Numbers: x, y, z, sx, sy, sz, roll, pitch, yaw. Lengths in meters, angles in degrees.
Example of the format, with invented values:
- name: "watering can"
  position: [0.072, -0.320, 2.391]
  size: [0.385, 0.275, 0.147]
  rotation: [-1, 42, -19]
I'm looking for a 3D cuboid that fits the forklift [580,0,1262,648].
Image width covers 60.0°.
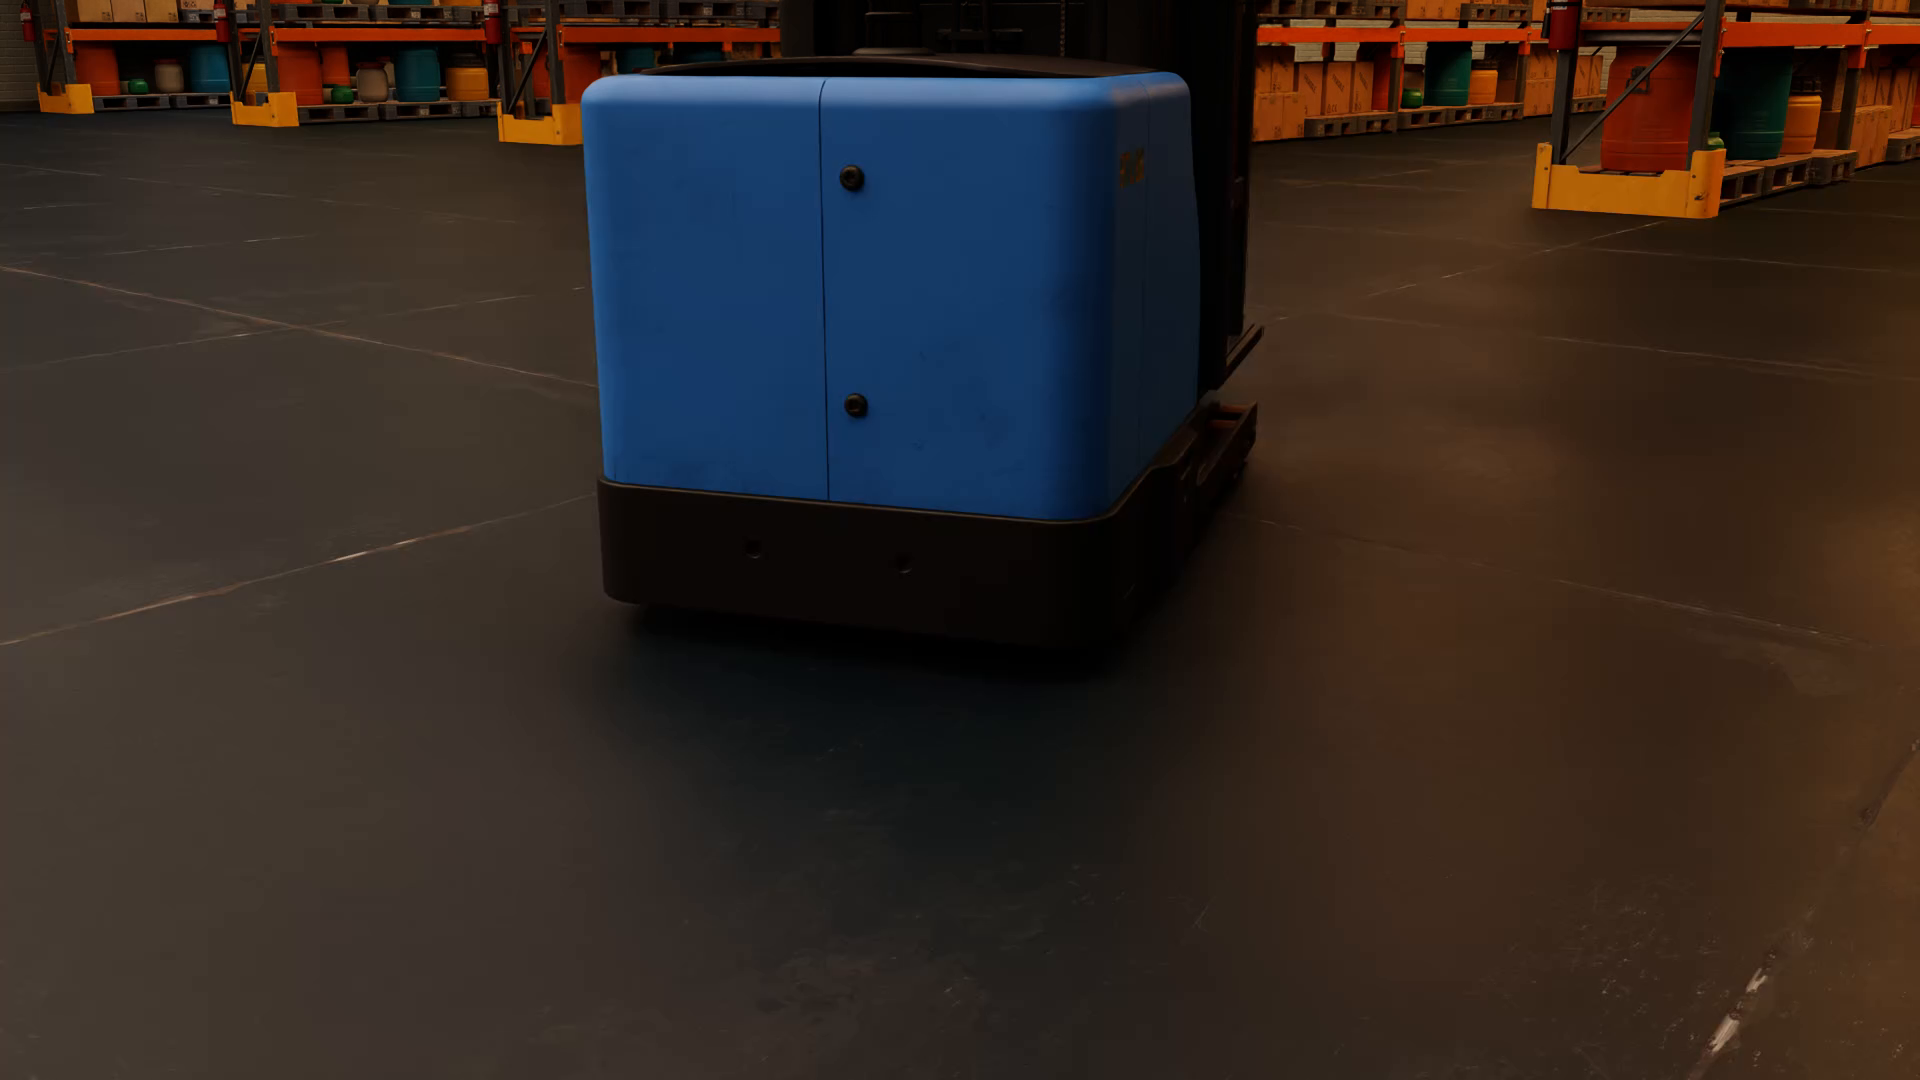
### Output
- name: "forklift"
  position: [0.204, -1.592, 4.140]
  size: [1.130, 2.935, 3.031]
  rotation: [5, 18, 17]
